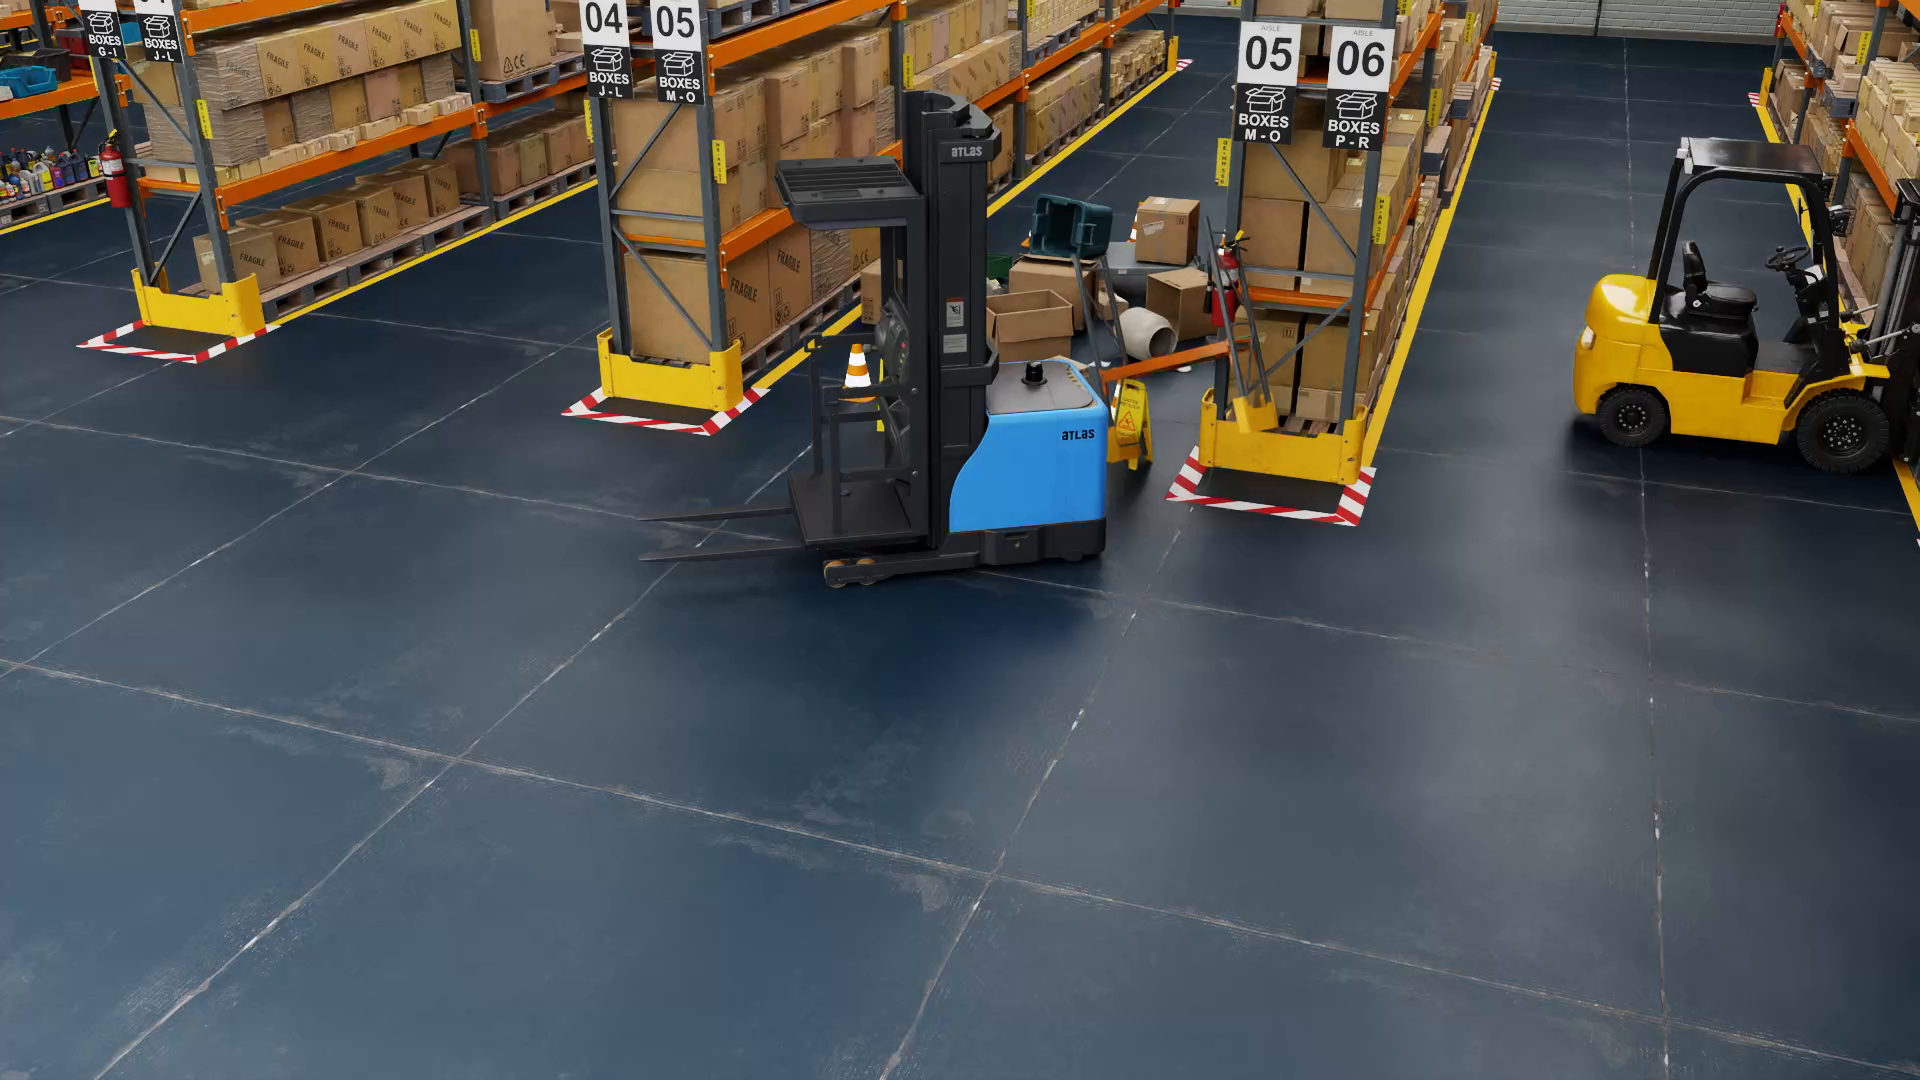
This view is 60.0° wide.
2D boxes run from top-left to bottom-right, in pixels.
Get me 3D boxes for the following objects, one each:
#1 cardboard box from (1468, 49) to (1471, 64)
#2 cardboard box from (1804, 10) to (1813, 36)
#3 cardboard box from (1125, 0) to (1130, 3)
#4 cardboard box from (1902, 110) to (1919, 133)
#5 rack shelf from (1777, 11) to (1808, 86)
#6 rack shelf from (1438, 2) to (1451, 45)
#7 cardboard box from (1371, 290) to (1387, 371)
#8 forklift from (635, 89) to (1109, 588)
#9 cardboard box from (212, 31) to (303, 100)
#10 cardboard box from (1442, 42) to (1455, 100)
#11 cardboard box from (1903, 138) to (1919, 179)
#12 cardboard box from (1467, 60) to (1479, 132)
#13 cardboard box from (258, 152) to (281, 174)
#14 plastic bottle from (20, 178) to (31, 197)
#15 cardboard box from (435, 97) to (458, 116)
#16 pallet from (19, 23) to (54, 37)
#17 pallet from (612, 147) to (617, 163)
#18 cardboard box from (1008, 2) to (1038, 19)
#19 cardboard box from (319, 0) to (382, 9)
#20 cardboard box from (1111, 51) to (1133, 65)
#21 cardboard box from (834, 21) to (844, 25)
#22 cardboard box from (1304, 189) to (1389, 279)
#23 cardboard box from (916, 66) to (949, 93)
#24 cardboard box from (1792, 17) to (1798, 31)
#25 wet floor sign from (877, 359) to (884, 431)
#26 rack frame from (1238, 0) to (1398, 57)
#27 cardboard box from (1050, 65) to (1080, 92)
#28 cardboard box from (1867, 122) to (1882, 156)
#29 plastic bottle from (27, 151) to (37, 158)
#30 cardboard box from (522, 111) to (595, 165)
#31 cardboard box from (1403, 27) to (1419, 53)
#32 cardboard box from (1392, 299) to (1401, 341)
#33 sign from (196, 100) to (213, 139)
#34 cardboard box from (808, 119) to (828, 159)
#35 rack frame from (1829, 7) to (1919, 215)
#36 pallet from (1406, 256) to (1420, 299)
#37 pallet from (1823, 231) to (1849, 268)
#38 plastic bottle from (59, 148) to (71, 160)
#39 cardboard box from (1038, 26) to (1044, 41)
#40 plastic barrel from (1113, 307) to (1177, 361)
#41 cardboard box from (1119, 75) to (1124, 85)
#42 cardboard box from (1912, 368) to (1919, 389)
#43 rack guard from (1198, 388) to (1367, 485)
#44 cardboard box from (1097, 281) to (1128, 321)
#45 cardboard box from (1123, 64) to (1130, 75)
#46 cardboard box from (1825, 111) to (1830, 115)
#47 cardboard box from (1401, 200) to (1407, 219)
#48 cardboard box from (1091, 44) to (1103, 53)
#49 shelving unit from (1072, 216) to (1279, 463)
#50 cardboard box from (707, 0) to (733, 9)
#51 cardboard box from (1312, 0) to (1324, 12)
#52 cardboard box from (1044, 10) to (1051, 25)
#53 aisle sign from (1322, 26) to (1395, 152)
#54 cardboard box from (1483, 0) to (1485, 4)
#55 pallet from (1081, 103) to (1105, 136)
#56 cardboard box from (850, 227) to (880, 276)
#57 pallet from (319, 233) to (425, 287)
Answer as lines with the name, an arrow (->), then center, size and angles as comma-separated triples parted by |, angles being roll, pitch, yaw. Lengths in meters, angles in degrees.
cardboard box -> 5.903, -5.880, 20.125 | 0.500, 0.250, 0.500 | 9, 27, 17
cardboard box -> 11.113, -6.596, 21.262 | 0.500, 0.250, 0.500 | 9, 27, 18
cardboard box -> 2.198, -8.022, 23.920 | 0.500, 0.500, 0.500 | 9, 27, 17
cardboard box -> 8.425, -3.628, 14.442 | 0.380, 0.149, 0.250 | 8, 27, 16
rack shelf -> 11.686, -6.575, 22.214 | 1.077, 0.370, 4.000 | 9, 27, 17
rack shelf -> 4.342, -5.356, 16.253 | 1.077, 0.370, 4.000 | 9, 27, 17
cardboard box -> 3.052, -1.670, 13.069 | 0.500, 0.500, 0.500 | 8, 27, 16
forklift -> -0.610, -1.266, 10.501 | 3.031, 2.935, 1.130 | -5, 26, -10
cardboard box -> -6.387, -4.321, 15.129 | 0.500, 0.500, 0.500 | 9, 27, 17
cardboard box -> 4.608, -4.647, 16.467 | 0.500, 0.500, 0.500 | 8, 27, 15
cardboard box -> 8.281, -3.186, 13.986 | 0.500, 0.250, 0.500 | 8, 27, 16
cardboard box -> 6.208, -5.762, 21.664 | 0.875, 0.875, 0.875 | 10, 27, 19
cardboard box -> -6.481, -3.471, 15.265 | 0.380, 0.149, 0.250 | 9, 27, 17
plastic bottle -> -10.524, -3.965, 18.703 | 0.097, 0.201, 0.097 | 0, 26, 0
cardboard box -> -5.555, -4.599, 17.596 | 0.380, 0.149, 0.250 | 9, 27, 17
pallet -> -16.693, -9.433, 30.491 | 1.003, 0.211, 1.213 | 9, 27, 17
pallet -> -4.599, -5.013, 21.361 | 1.003, 0.211, 1.213 | 9, 27, 17
cardboard box -> 0.730, -6.444, 20.241 | 0.380, 0.149, 0.250 | 8, 27, 16
cardboard box -> -6.223, -5.220, 16.986 | 0.500, 0.500, 0.500 | 9, 27, 17
cardboard box -> 2.360, -7.176, 24.735 | 0.380, 0.149, 0.250 | 9, 27, 19
cardboard box -> -2.412, -8.095, 26.483 | 0.875, 0.875, 0.875 | 9, 27, 17
cardboard box -> 2.765, -2.197, 11.890 | 0.500, 0.500, 0.500 | 8, 27, 17
cardboard box -> -0.429, -4.614, 17.222 | 0.500, 0.500, 0.500 | 9, 27, 18
cardboard box -> 11.508, -6.990, 22.534 | 0.380, 0.149, 0.250 | 8, 27, 16
wet floor sign -> -0.498, -1.182, 12.950 | 0.267, 0.644, 0.232 | 4, 26, 8
rack frame -> 2.346, -4.564, 10.350 | 1.000, 3.000, 0.127 | 9, 27, 17
cardboard box -> 1.282, -6.102, 21.936 | 0.500, 0.250, 0.500 | 8, 27, 15
cardboard box -> 8.975, -3.800, 15.829 | 0.500, 0.250, 0.500 | 8, 27, 16
plastic bottle -> -10.940, -4.431, 19.580 | 0.152, 0.276, 0.135 | 10, 27, 19
cardboard box -> -4.896, -4.920, 20.332 | 0.700, 0.500, 0.500 | 11, 28, 22
cardboard box -> 3.188, -3.722, 12.341 | 0.380, 0.149, 0.250 | 9, 27, 18
cardboard box -> 3.566, -1.957, 14.523 | 0.500, 0.250, 0.500 | 8, 27, 16
sign -> -6.488, -3.612, 14.275 | 0.100, 0.325, 0.005 | 9, 27, 17
cardboard box -> -1.671, -3.432, 14.724 | 0.875, 0.550, 0.500 | 9, 27, 17
rack frame -> 9.690, -4.433, 16.964 | 1.000, 3.000, 0.127 | 9, 27, 17
pallet -> 3.934, -2.573, 16.322 | 1.003, 0.211, 1.213 | 9, 27, 17
pallet -> 9.379, -2.846, 16.885 | 1.003, 0.211, 1.213 | 9, 27, 17
plastic bottle -> -10.418, -4.383, 19.396 | 0.144, 0.351, 0.185 | 9, 27, 17
cardboard box -> 0.824, -6.280, 20.584 | 0.380, 0.149, 0.250 | 10, 28, 20
plastic barrel -> 1.605, -1.773, 14.426 | 0.421, 0.421, 0.512 | -14, 29, -27
cardboard box -> 2.221, -6.811, 24.665 | 0.380, 0.149, 0.250 | 8, 27, 16
cardboard box -> 7.394, -1.192, 12.370 | 0.500, 0.250, 0.500 | 9, 27, 17
rack guard -> 2.371, -0.770, 12.267 | 1.175, 0.500, 0.348 | 9, 27, 17
cardboard box -> 1.382, -2.254, 15.600 | 0.258, 0.266, 0.396 | -9, 27, -18
cardboard box -> 2.313, -7.056, 24.830 | 0.380, 0.149, 0.250 | 10, 28, 20
cardboard box -> 10.478, -4.977, 19.730 | 0.380, 0.149, 0.250 | 8, 27, 17
cardboard box -> 3.522, -2.800, 13.880 | 0.380, 0.149, 0.250 | 8, 27, 17
cardboard box -> 2.061, -7.462, 25.327 | 0.380, 0.149, 0.250 | 9, 27, 18
shelving unit -> 1.509, -1.407, 11.783 | 1.083, 1.500, 0.587 | -11, 1, 32
cardboard box -> -1.939, -4.106, 12.537 | 0.380, 0.149, 0.250 | 9, 27, 18
cardboard box -> 2.302, -3.742, 11.468 | 0.380, 0.149, 0.250 | 9, 27, 18
cardboard box -> 0.914, -6.533, 20.766 | 0.380, 0.149, 0.250 | 9, 27, 18
aisle sign -> 2.617, -2.964, 10.946 | 0.394, 0.787, 0.004 | 9, 27, 17
cardboard box -> 6.427, -7.070, 21.149 | 0.500, 0.500, 0.500 | 10, 27, 19
pallet -> 1.380, -5.896, 23.186 | 1.003, 0.211, 1.213 | 9, 27, 17
cardboard box -> -1.300, -3.168, 16.308 | 0.875, 0.875, 0.875 | 9, 27, 18
pallet -> -6.263, -2.906, 17.009 | 1.003, 0.211, 1.213 | 9, 27, 17
